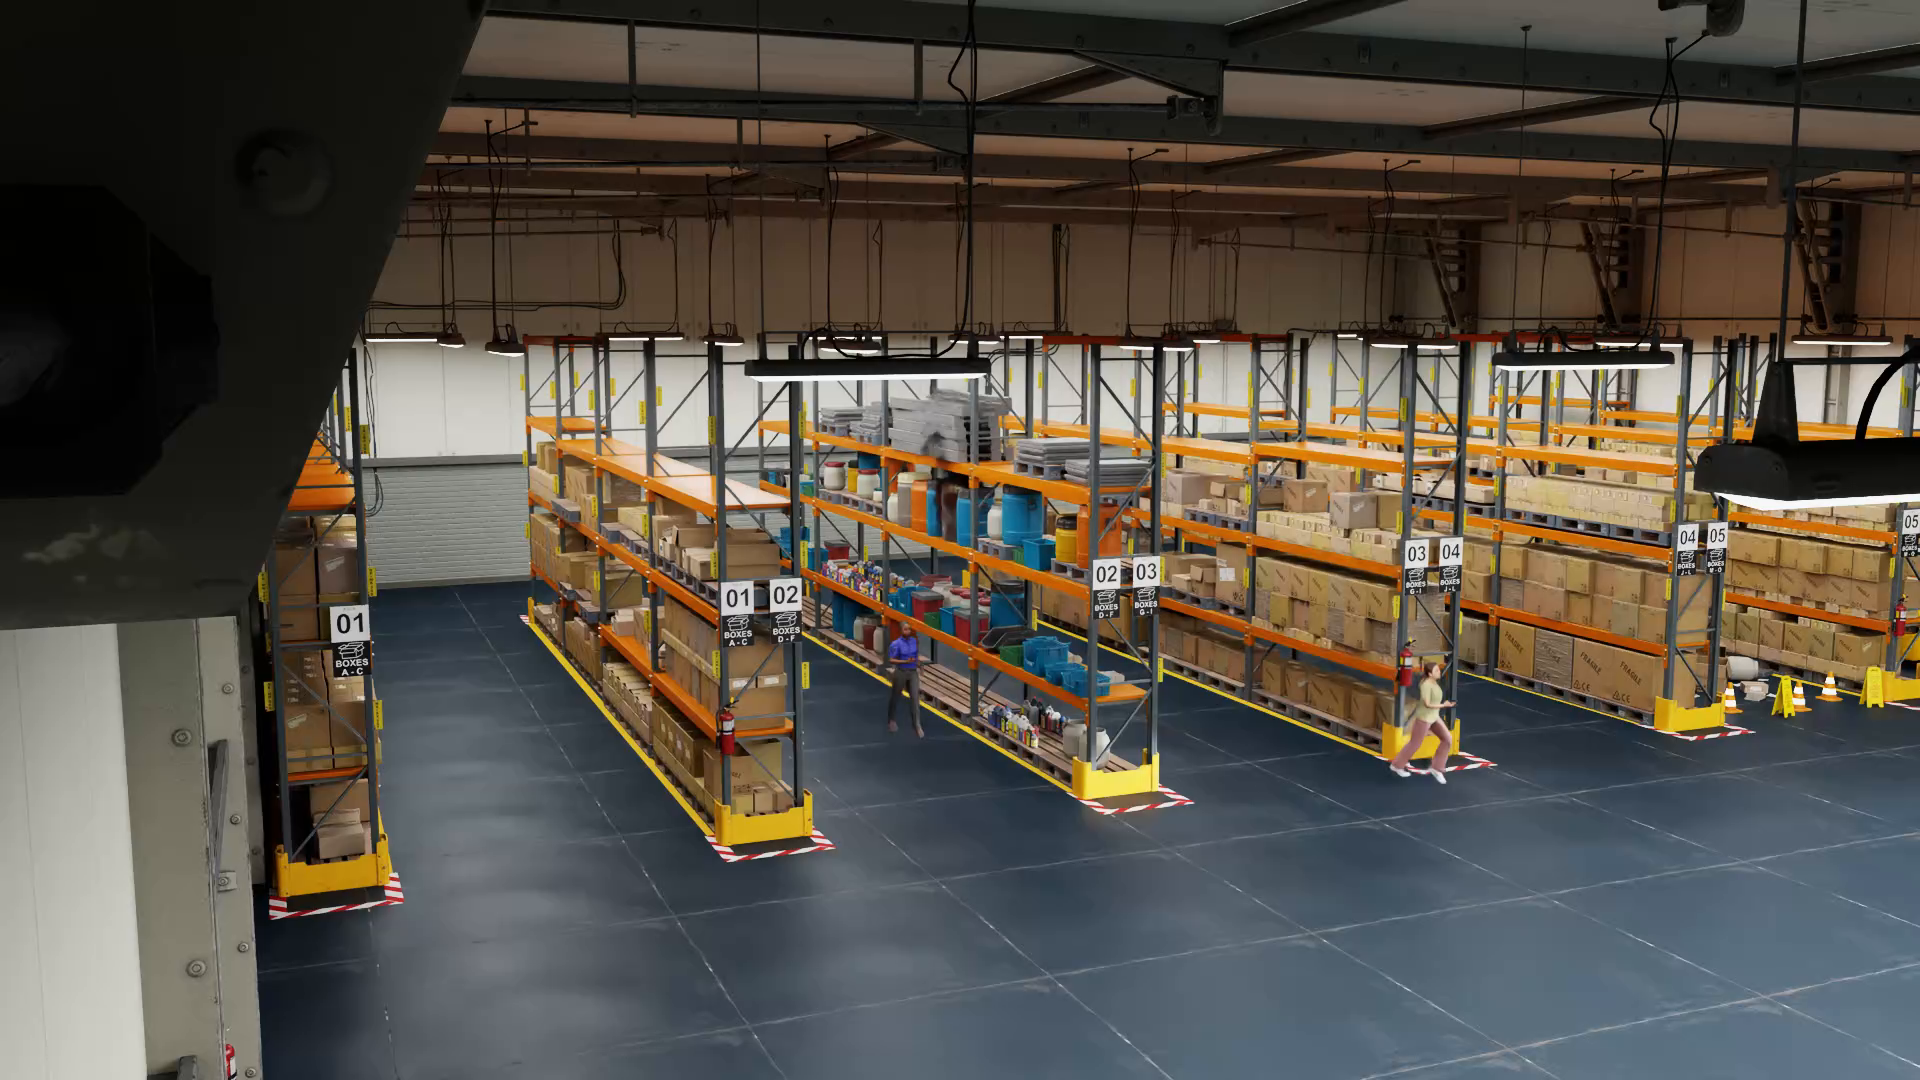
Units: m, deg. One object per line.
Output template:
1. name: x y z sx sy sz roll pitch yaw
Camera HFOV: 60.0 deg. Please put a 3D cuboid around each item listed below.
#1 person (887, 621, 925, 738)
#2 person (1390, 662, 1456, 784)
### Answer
1. person: -0.782 2.026 24.238 0.575 1.681 0.887 -4 9 -27
2. person: 6.367 2.487 22.784 0.859 1.697 0.584 5 9 35
